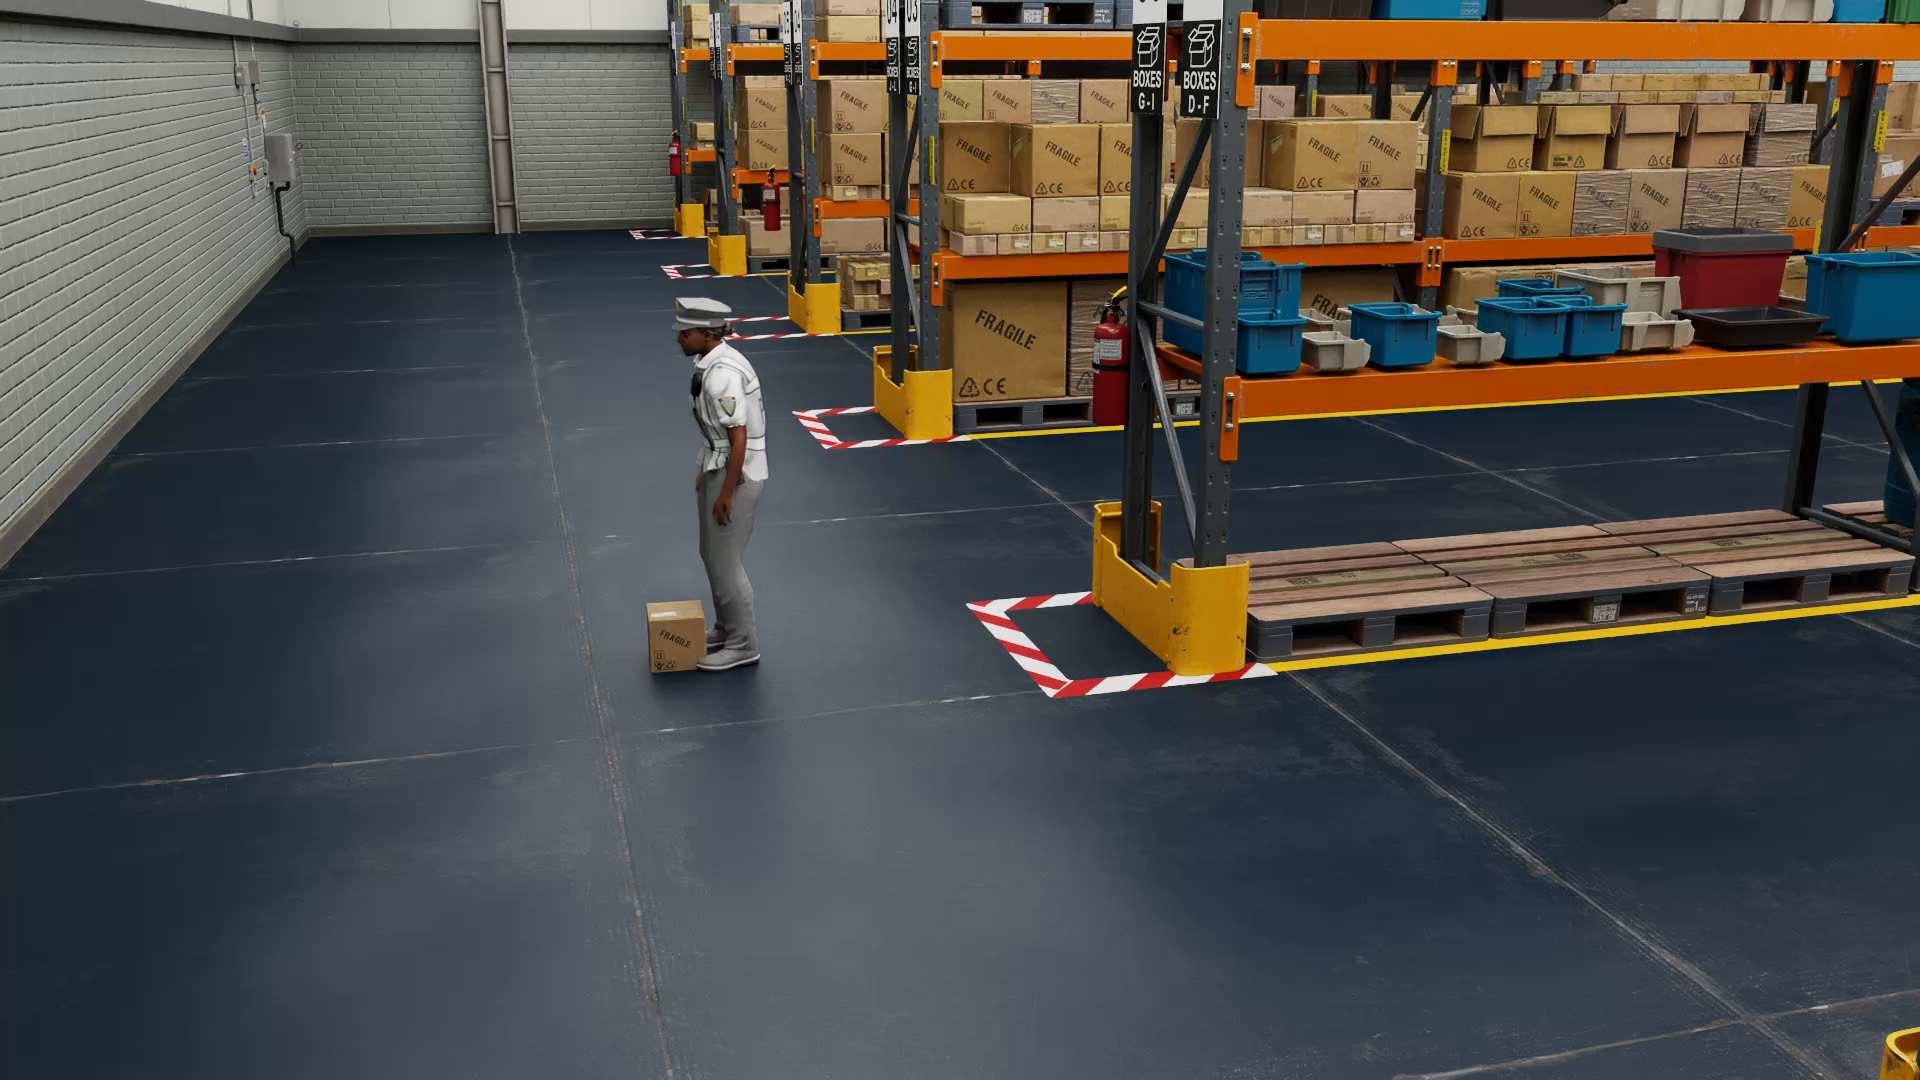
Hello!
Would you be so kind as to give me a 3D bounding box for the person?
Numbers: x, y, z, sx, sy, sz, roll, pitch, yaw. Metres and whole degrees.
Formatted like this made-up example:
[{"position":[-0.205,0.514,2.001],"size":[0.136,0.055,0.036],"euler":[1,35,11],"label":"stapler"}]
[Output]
[{"position":[-1.064,-0.260,7.429],"size":[0.393,1.662,0.527],"euler":[-5,17,-17],"label":"person"}]
